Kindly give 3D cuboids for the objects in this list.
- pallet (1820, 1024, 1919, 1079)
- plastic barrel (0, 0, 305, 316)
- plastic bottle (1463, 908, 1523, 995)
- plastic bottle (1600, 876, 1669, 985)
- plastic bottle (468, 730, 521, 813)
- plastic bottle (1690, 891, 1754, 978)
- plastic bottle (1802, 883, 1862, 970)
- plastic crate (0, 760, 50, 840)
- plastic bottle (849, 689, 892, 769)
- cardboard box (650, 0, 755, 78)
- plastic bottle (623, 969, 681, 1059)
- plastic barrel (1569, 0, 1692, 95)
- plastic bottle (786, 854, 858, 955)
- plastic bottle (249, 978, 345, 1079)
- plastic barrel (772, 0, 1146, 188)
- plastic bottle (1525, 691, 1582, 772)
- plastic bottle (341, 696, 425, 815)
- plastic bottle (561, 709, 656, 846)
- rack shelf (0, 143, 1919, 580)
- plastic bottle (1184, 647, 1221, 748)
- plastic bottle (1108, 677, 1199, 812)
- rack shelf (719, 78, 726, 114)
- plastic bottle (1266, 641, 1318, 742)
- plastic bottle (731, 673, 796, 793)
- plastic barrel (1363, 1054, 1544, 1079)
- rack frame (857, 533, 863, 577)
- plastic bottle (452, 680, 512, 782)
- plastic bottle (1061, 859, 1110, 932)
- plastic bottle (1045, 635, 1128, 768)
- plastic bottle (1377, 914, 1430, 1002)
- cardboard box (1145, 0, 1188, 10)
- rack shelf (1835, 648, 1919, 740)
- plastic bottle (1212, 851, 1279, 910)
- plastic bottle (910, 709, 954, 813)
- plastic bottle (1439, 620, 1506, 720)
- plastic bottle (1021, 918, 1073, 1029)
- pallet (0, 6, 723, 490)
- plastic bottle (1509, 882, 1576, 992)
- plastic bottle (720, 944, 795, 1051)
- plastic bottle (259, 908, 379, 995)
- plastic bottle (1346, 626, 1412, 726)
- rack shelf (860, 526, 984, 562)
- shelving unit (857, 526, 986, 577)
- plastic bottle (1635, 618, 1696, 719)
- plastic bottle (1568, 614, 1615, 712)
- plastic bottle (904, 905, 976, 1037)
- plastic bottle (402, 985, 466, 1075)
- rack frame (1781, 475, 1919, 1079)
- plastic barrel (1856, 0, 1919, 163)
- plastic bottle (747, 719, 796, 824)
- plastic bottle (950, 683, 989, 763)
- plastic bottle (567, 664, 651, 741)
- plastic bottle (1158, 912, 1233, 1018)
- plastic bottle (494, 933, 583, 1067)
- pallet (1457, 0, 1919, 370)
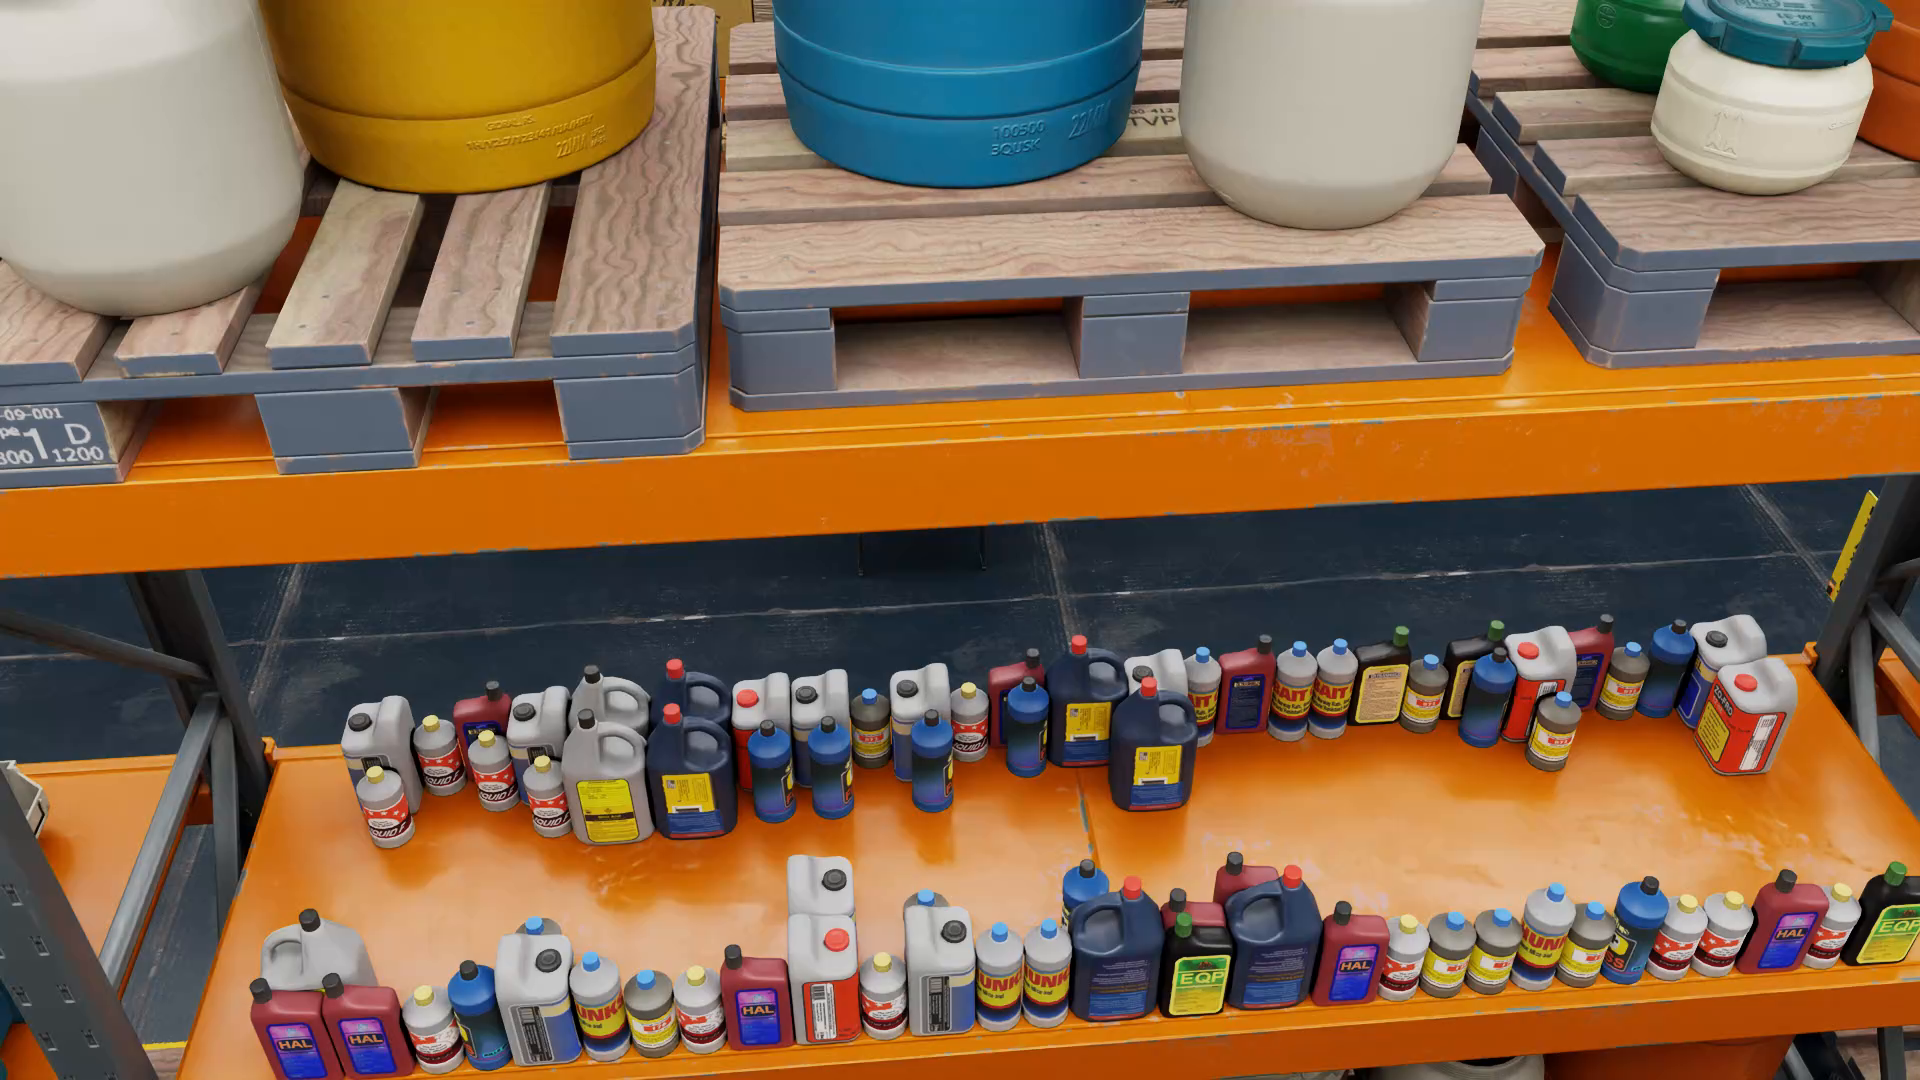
[{"bbox_3d":[3.071,1.515,4.659,1.213,0.211,1.003,-3,38,-4],"label":"pallet"},{"bbox_3d":[-1.142,-0.612,2.233,0.433,0.535,0.433,0,38,0],"label":"plastic barrel"},{"bbox_3d":[1.100,0.837,3.428,0.097,0.201,0.097,0,38,0],"label":"plastic bottle"},{"bbox_3d":[1.390,0.793,3.427,0.097,0.271,0.097,0,38,0],"label":"plastic bottle"},{"bbox_3d":[-1.073,0.522,3.827,0.097,0.201,0.097,0,38,0],"label":"plastic bottle"},{"bbox_3d":[1.584,0.810,3.462,0.097,0.201,0.097,0,38,0],"label":"plastic bottle"},{"bbox_3d":[1.814,0.797,3.478,0.097,0.201,0.097,0,38,0],"label":"plastic bottle"},{"bbox_3d":[-2.165,0.676,3.637,0.243,0.136,0.396,-3,38,-4],"label":"plastic crate"},{"bbox_3d":[-0.211,0.437,3.935,0.097,0.201,0.097,0,38,0],"label":"plastic bottle"},{"bbox_3d":[-1.146,-2.336,7.208,0.500,0.500,0.500,-3,38,-4],"label":"cardboard box"},{"bbox_3d":[-0.614,0.931,3.309,0.097,0.201,0.097,0,38,0],"label":"plastic bottle"},{"bbox_3d":[1.220,-0.926,2.867,0.294,0.245,0.294,0,38,0],"label":"plastic barrel"},{"bbox_3d":[-0.285,0.772,3.450,0.135,0.276,0.152,-3,38,-4],"label":"plastic bottle"},{"bbox_3d":[-1.285,0.947,3.222,0.133,0.283,0.061,-3,38,-4],"label":"plastic bottle"},{"bbox_3d":[-0.002,-1.069,2.518,0.708,0.901,0.600,-3,38,-4],"label":"plastic barrel"},{"bbox_3d":[1.405,0.442,3.928,0.097,0.201,0.097,0,38,0],"label":"plastic bottle"},{"bbox_3d":[-1.324,0.486,3.813,0.135,0.276,0.152,-3,38,-4],"label":"plastic bottle"},{"bbox_3d":[-0.789,0.514,3.716,0.185,0.351,0.144,-3,38,-4],"label":"plastic bottle"},{"bbox_3d":[0.304,-0.347,2.927,4.000,0.370,1.077,-3,38,-4],"label":"rack shelf"},{"bbox_3d":[0.568,0.367,3.968,0.097,0.271,0.097,0,38,0],"label":"plastic bottle"},{"bbox_3d":[0.443,0.451,3.796,0.185,0.351,0.144,-3,38,-4],"label":"plastic bottle"},{"bbox_3d":[-0.135,-2.225,7.729,4.000,0.370,1.077,-3,38,-4],"label":"rack shelf"},{"bbox_3d":[0.798,0.354,3.984,0.097,0.271,0.097,0,38,0],"label":"plastic bottle"},{"bbox_3d":[-0.458,0.438,3.873,0.135,0.276,0.152,-3,38,-4],"label":"plastic bottle"},{"bbox_3d":[1.256,1.374,4.256,0.421,0.512,0.421,0,38,0],"label":"plastic barrel"},{"bbox_3d":[-0.408,-0.802,6.071,0.015,2.100,0.400,-3,38,-4],"label":"rack frame"},{"bbox_3d":[-1.098,0.442,3.862,0.133,0.283,0.061,-3,38,-4],"label":"plastic bottle"},{"bbox_3d":[0.259,0.766,3.462,0.097,0.271,0.097,0,38,0],"label":"plastic bottle"},{"bbox_3d":[0.295,0.365,3.906,0.185,0.351,0.144,-3,38,-4],"label":"plastic bottle"},{"bbox_3d":[0.906,0.847,3.415,0.097,0.201,0.097,0,38,0],"label":"plastic bottle"},{"bbox_3d":[0.891,-2.453,7.356,0.500,0.500,0.500,-3,38,-4],"label":"cardboard box"},{"bbox_3d":[4.288,0.612,4.134,4.000,0.370,1.077,-3,38,-4],"label":"rack shelf"},{"bbox_3d":[0.595,0.754,3.467,0.133,0.283,0.061,-3,38,-4],"label":"plastic bottle"},{"bbox_3d":[-0.064,0.496,3.804,0.097,0.271,0.097,0,38,0],"label":"plastic bottle"},{"bbox_3d":[1.238,0.314,4.025,0.133,0.283,0.061,-3,38,-4],"label":"plastic bottle"},{"bbox_3d":[0.175,0.860,3.342,0.097,0.271,0.097,0,38,0],"label":"plastic bottle"},{"bbox_3d":[-0.916,-0.548,2.754,1.003,0.211,1.213,-3,38,-4],"label":"pallet"},{"bbox_3d":[1.197,0.804,3.413,0.097,0.271,0.097,0,38,0],"label":"plastic bottle"},{"bbox_3d":[-0.401,0.898,3.284,0.133,0.283,0.061,-3,38,-4],"label":"plastic bottle"},{"bbox_3d":[-1.269,0.856,3.283,0.185,0.351,0.144,-3,38,-4],"label":"plastic bottle"},{"bbox_3d":[1.008,0.326,4.009,0.133,0.283,0.061,-3,38,-4],"label":"plastic bottle"},{"bbox_3d":[-0.165,-0.255,6.530,0.480,0.518,0.431,-3,38,-4],"label":"rack shelf"},{"bbox_3d":[-0.165,-0.815,6.088,0.503,2.100,0.431,-3,38,-4],"label":"shelving unit"},{"bbox_3d":[1.718,0.303,4.048,0.097,0.271,0.097,0,38,0],"label":"plastic bottle"},{"bbox_3d":[1.505,0.299,4.044,0.133,0.283,0.061,-3,38,-4],"label":"plastic bottle"},{"bbox_3d":[-0.040,0.853,3.347,0.135,0.276,0.152,-3,38,-4],"label":"plastic bottle"},{"bbox_3d":[-1.039,0.954,3.279,0.097,0.201,0.097,0,38,0],"label":"plastic bottle"},{"bbox_3d":[2.296,0.439,3.772,0.127,3.000,1.000,-3,38,-4],"label":"rack frame"},{"bbox_3d":[1.730,-1.043,2.543,0.708,0.830,0.600,-3,38,-4],"label":"plastic barrel"},{"bbox_3d":[-0.429,0.516,3.778,0.097,0.271,0.097,0,38,0],"label":"plastic bottle"},{"bbox_3d":[0.020,0.424,3.951,0.097,0.201,0.097,0,38,0],"label":"plastic bottle"},{"bbox_3d":[-0.802,0.425,3.829,0.185,0.351,0.144,-3,38,-4],"label":"plastic bottle"},{"bbox_3d":[0.475,0.850,3.345,0.133,0.283,0.061,-3,38,-4],"label":"plastic bottle"},{"bbox_3d":[-0.829,0.897,3.292,0.135,0.276,0.152,-3,38,-4],"label":"plastic bottle"},{"bbox_3d":[1.525,-0.683,2.925,1.213,0.211,1.003,-3,38,-4],"label":"pallet"}]
